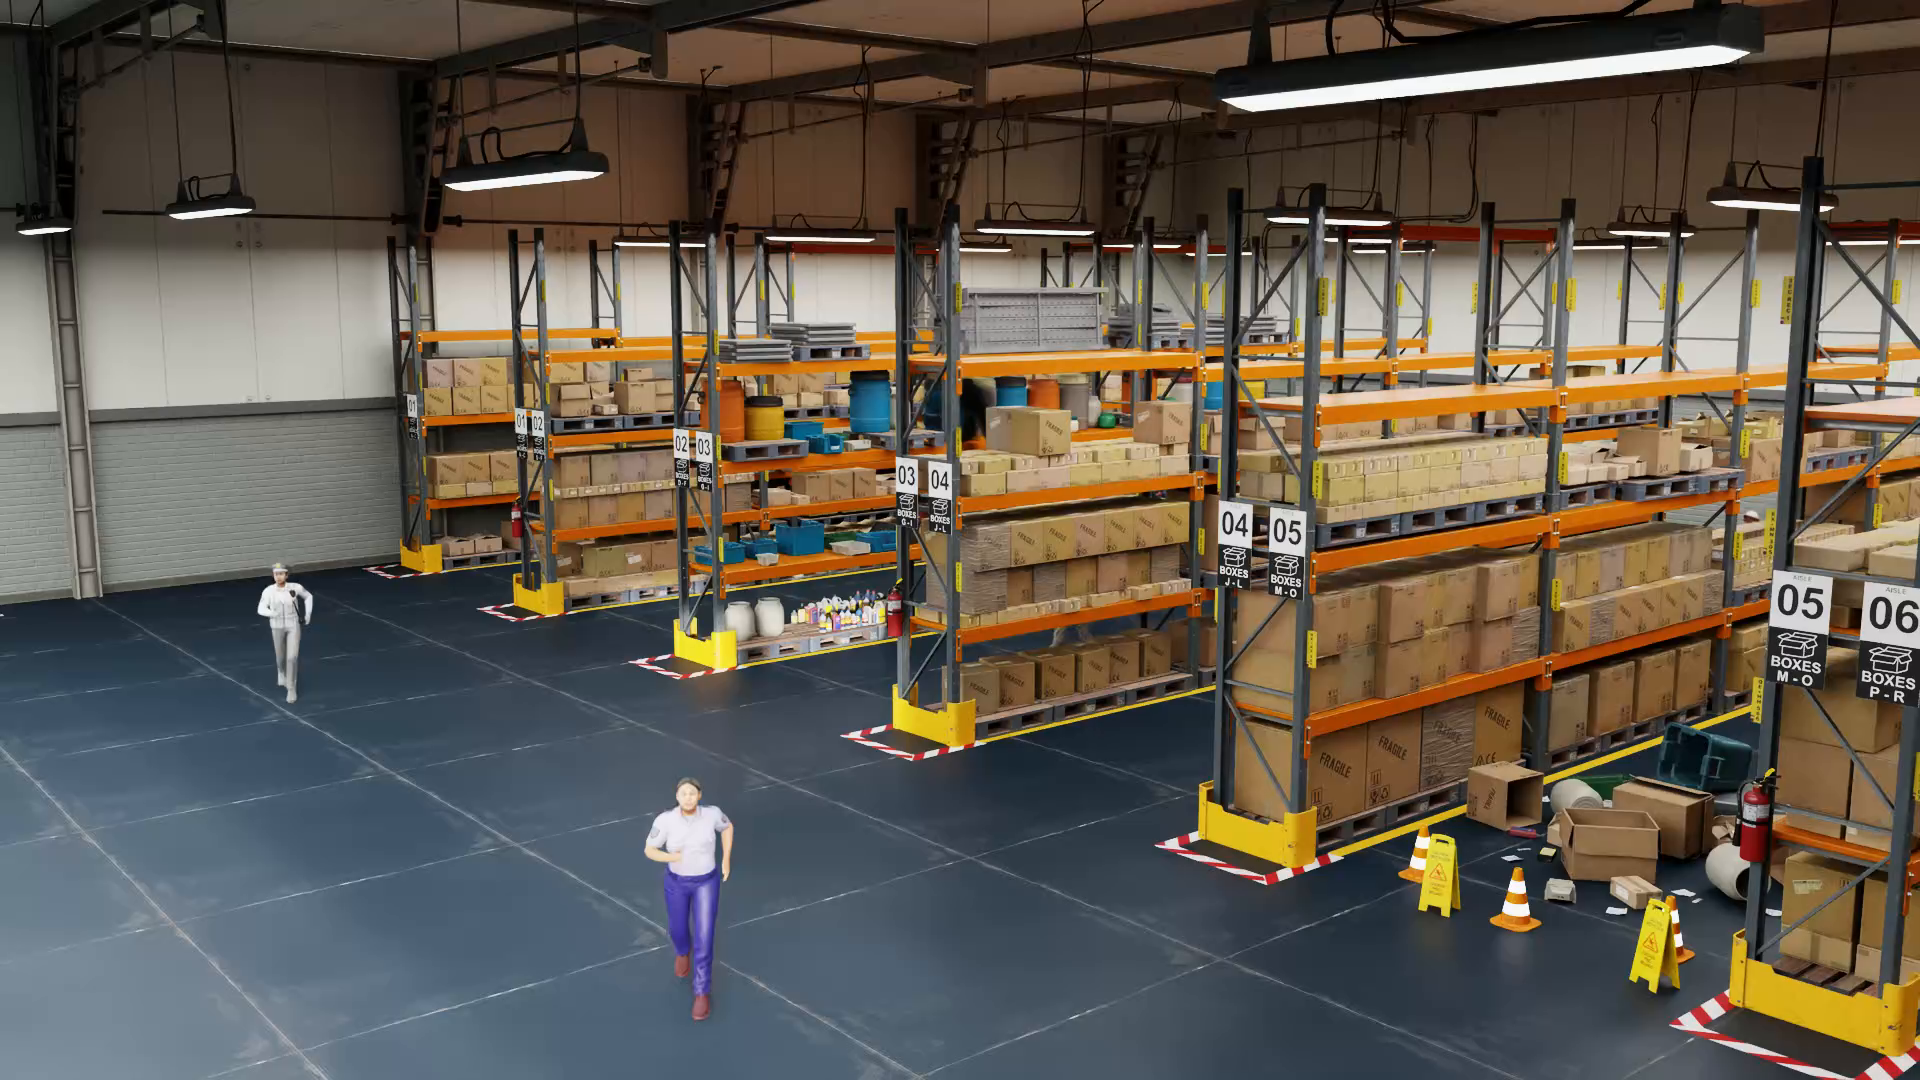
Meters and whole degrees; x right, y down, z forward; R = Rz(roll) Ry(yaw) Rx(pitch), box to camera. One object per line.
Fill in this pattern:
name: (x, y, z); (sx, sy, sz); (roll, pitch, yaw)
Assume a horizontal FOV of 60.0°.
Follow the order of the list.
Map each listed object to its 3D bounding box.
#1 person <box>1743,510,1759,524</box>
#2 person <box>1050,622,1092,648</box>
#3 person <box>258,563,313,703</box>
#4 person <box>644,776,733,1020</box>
person: (11.919, 0.421, 25.225); (0.632, 1.747, 0.637); (-7, 11, -39)
person: (1.443, 0.621, 22.201); (0.684, 1.835, 0.765); (8, 12, 42)
person: (-8.494, 1.118, 20.985); (0.621, 1.729, 0.919); (-2, 9, -14)
person: (-1.950, 2.506, 12.024); (0.632, 1.655, 0.887); (-1, 9, -9)
